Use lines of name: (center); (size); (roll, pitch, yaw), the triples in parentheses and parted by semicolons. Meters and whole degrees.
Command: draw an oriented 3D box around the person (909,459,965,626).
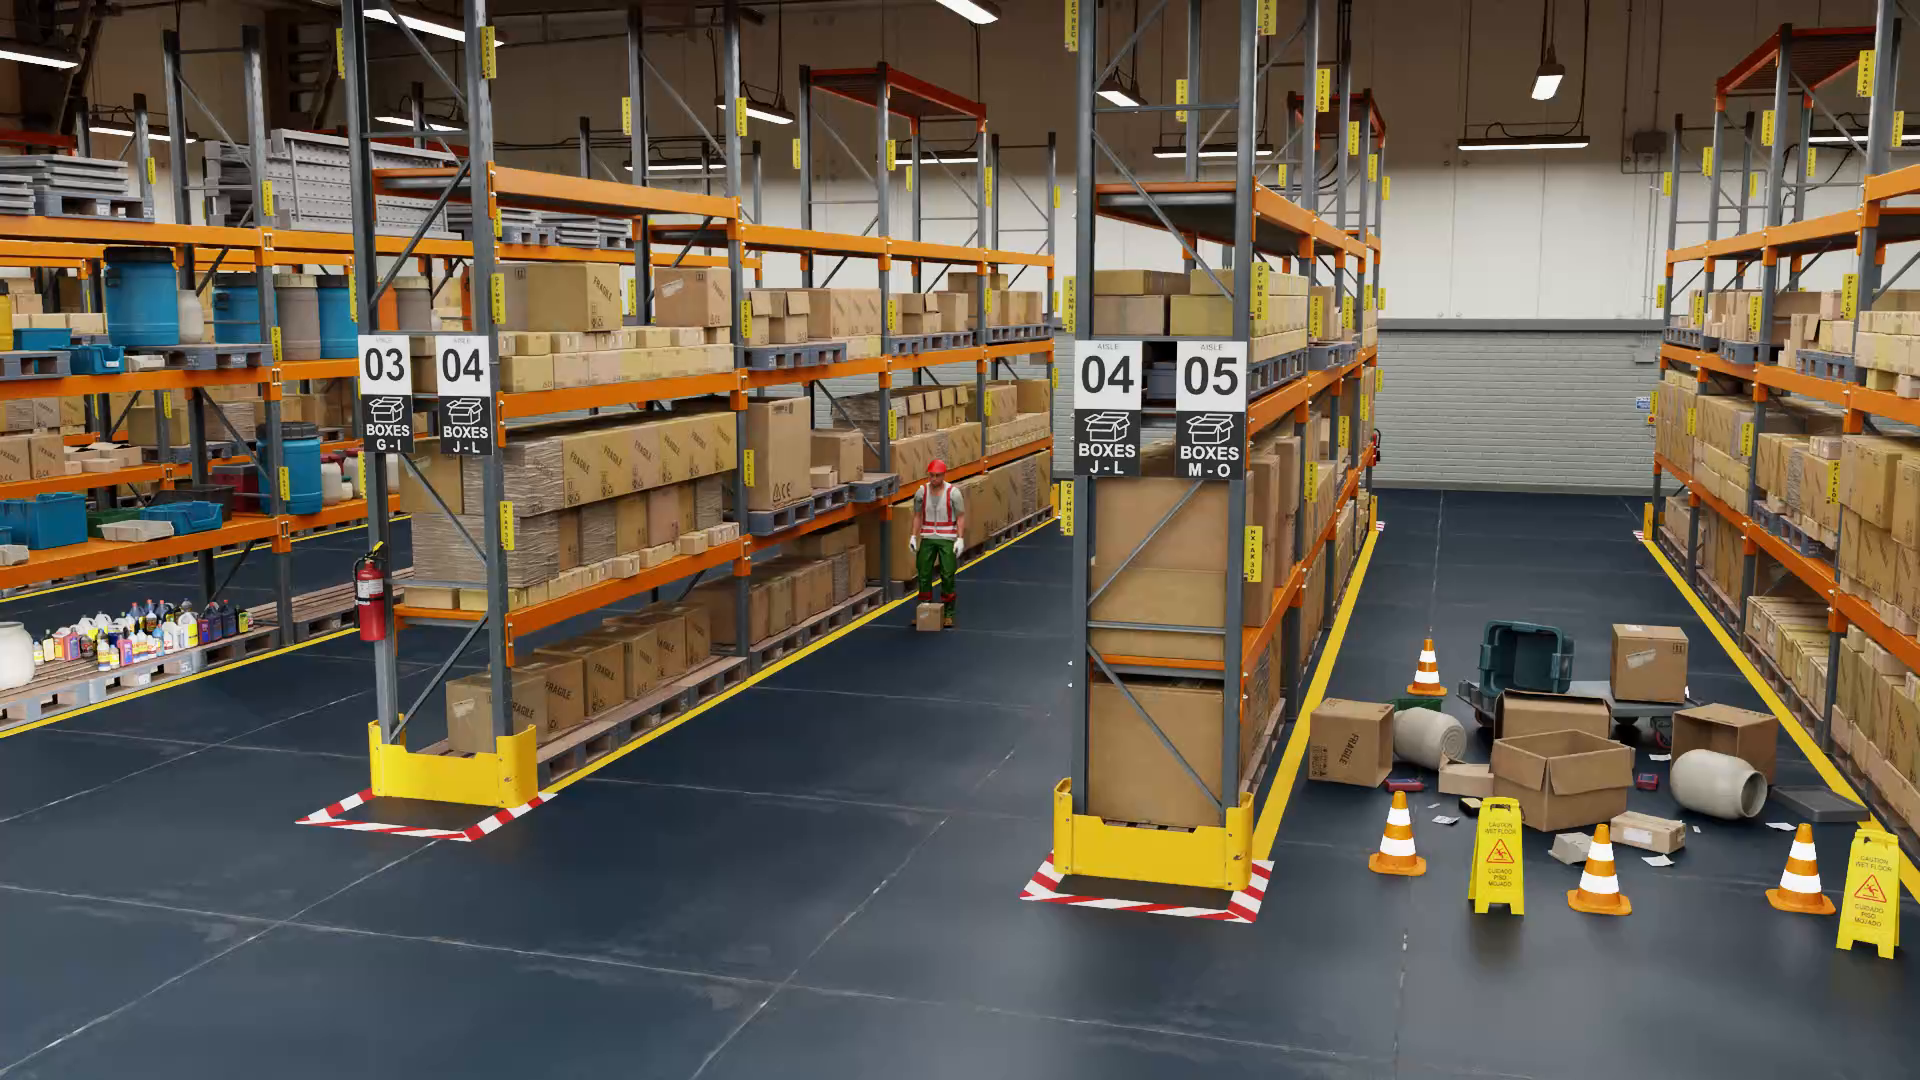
person: (-0.242, 0.024, 17.609); (0.608, 1.780, 0.448); (2, 9, 16)
